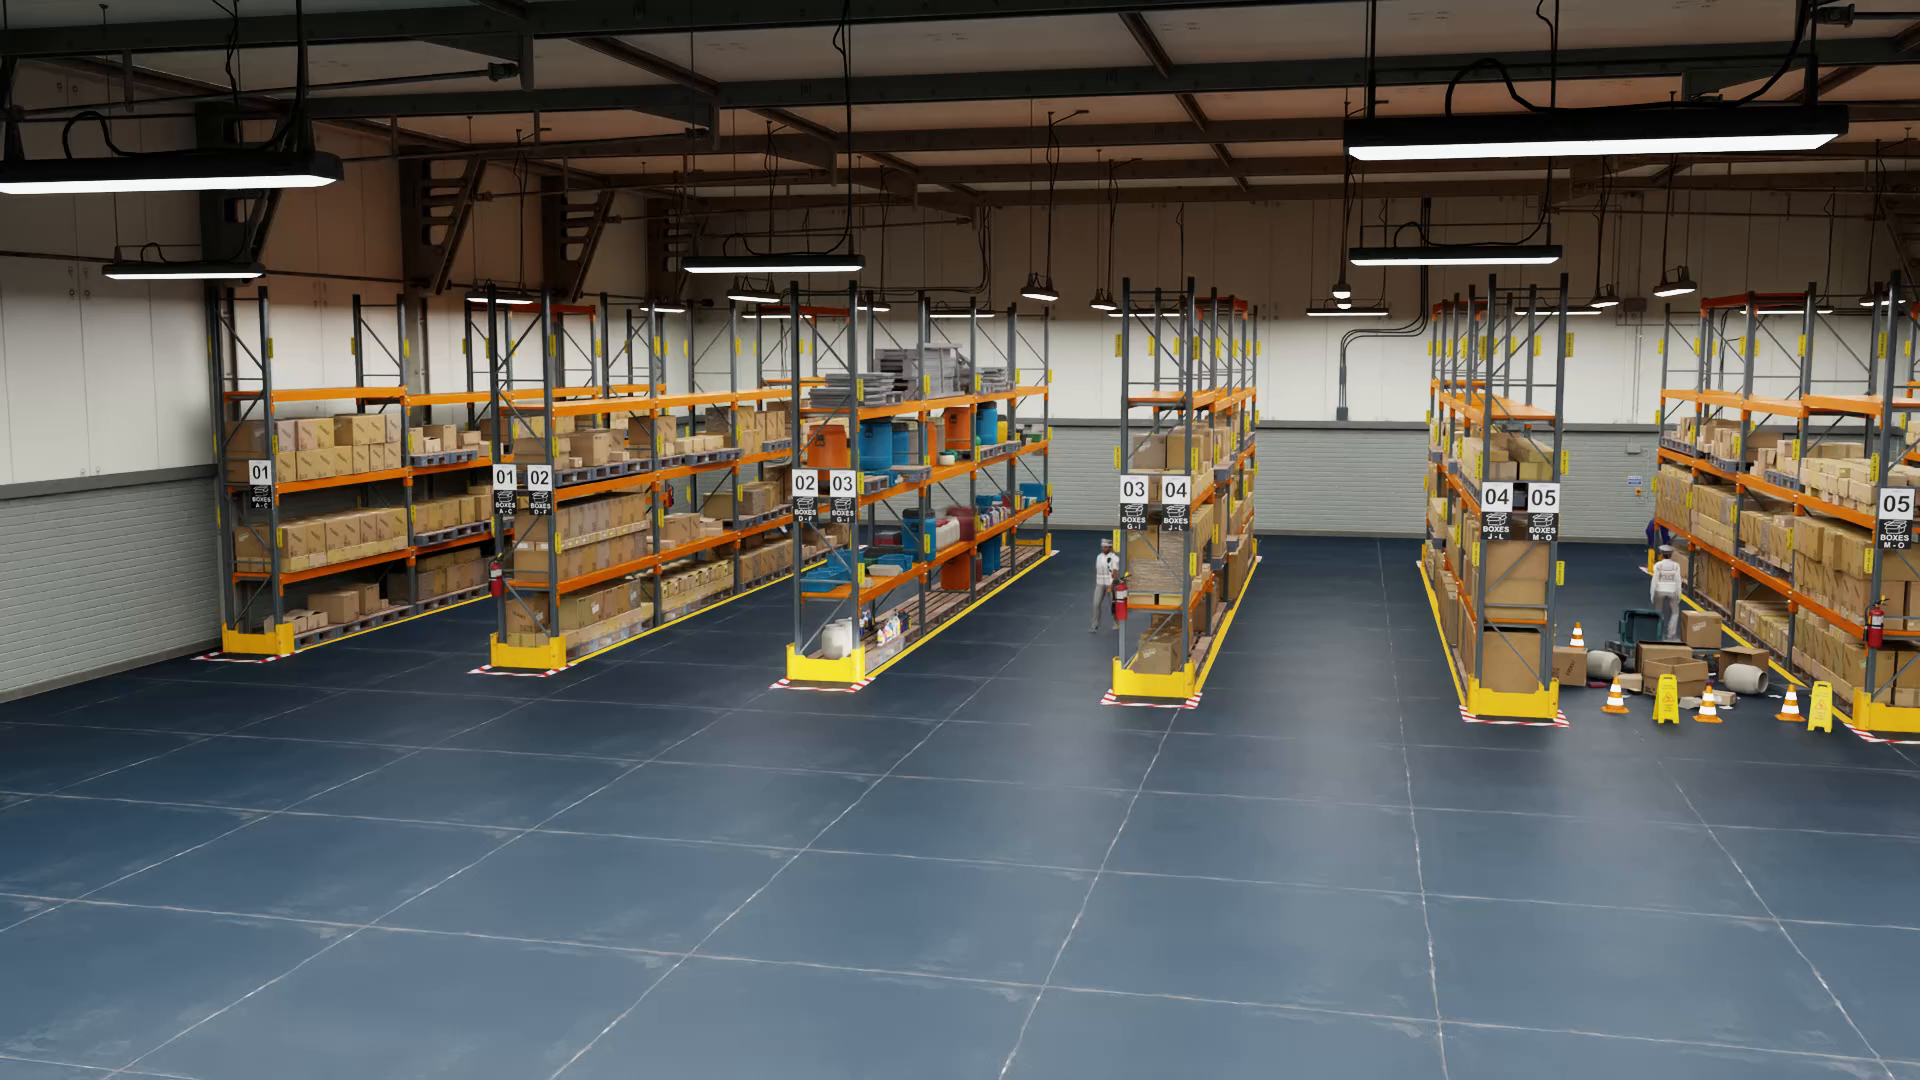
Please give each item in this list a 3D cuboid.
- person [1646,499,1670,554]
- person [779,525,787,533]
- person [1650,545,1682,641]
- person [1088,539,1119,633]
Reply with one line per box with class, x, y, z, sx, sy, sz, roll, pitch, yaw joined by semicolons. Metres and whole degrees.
person;17.139;-0.454;40.697;0.532;1.707;0.524;-2;7;-18
person;-4.875;-1.082;45.362;0.583;1.741;0.983;-5;8;-35
person;12.016;0.932;28.298;0.512;1.674;0.516;2;7;14
person;2.562;0.797;29.360;0.458;1.643;0.900;4;8;29
